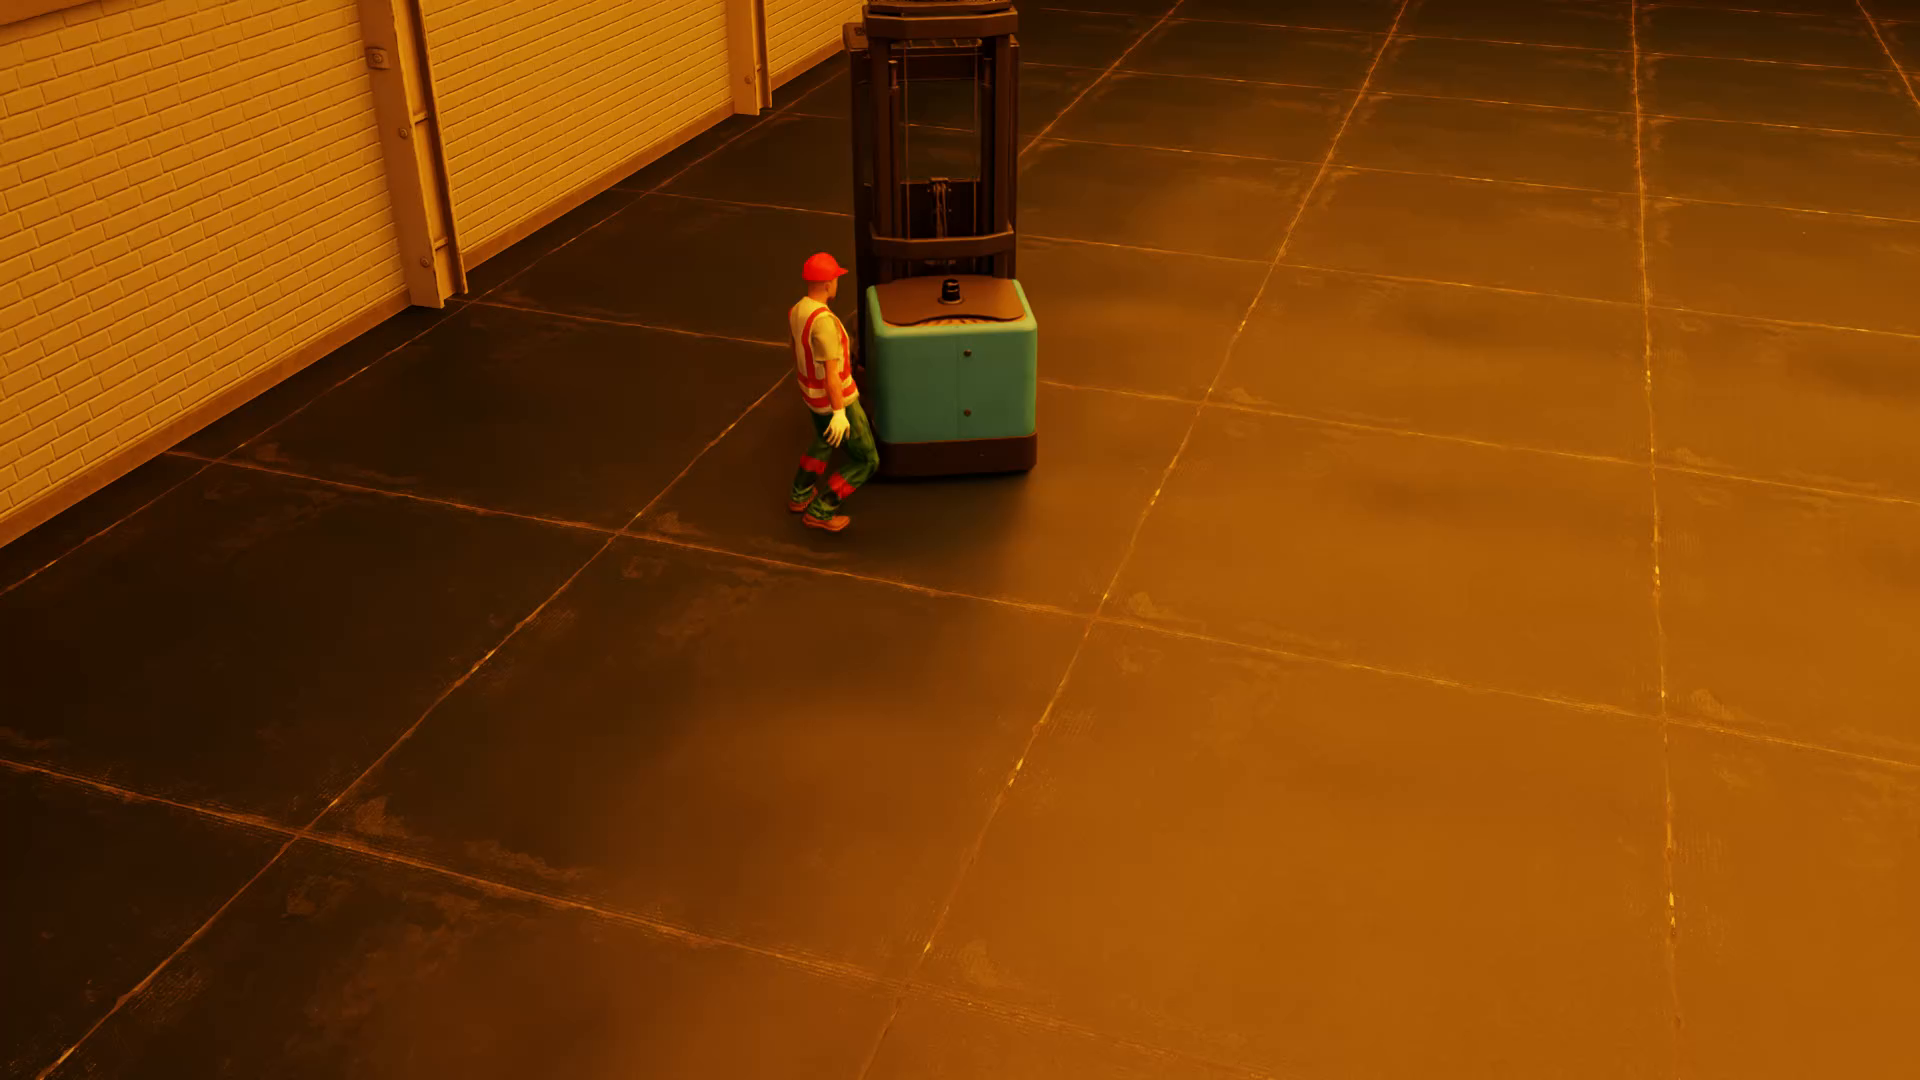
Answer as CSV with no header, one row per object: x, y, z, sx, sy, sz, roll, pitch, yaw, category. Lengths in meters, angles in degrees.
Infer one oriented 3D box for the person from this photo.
-0.791,-0.854,9.892,0.490,1.692,0.923,-11,32,-19,person

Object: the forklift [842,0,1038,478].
-0.195,-2.380,11.312,1.130,2.935,3.031,-3,30,-6,forklift
